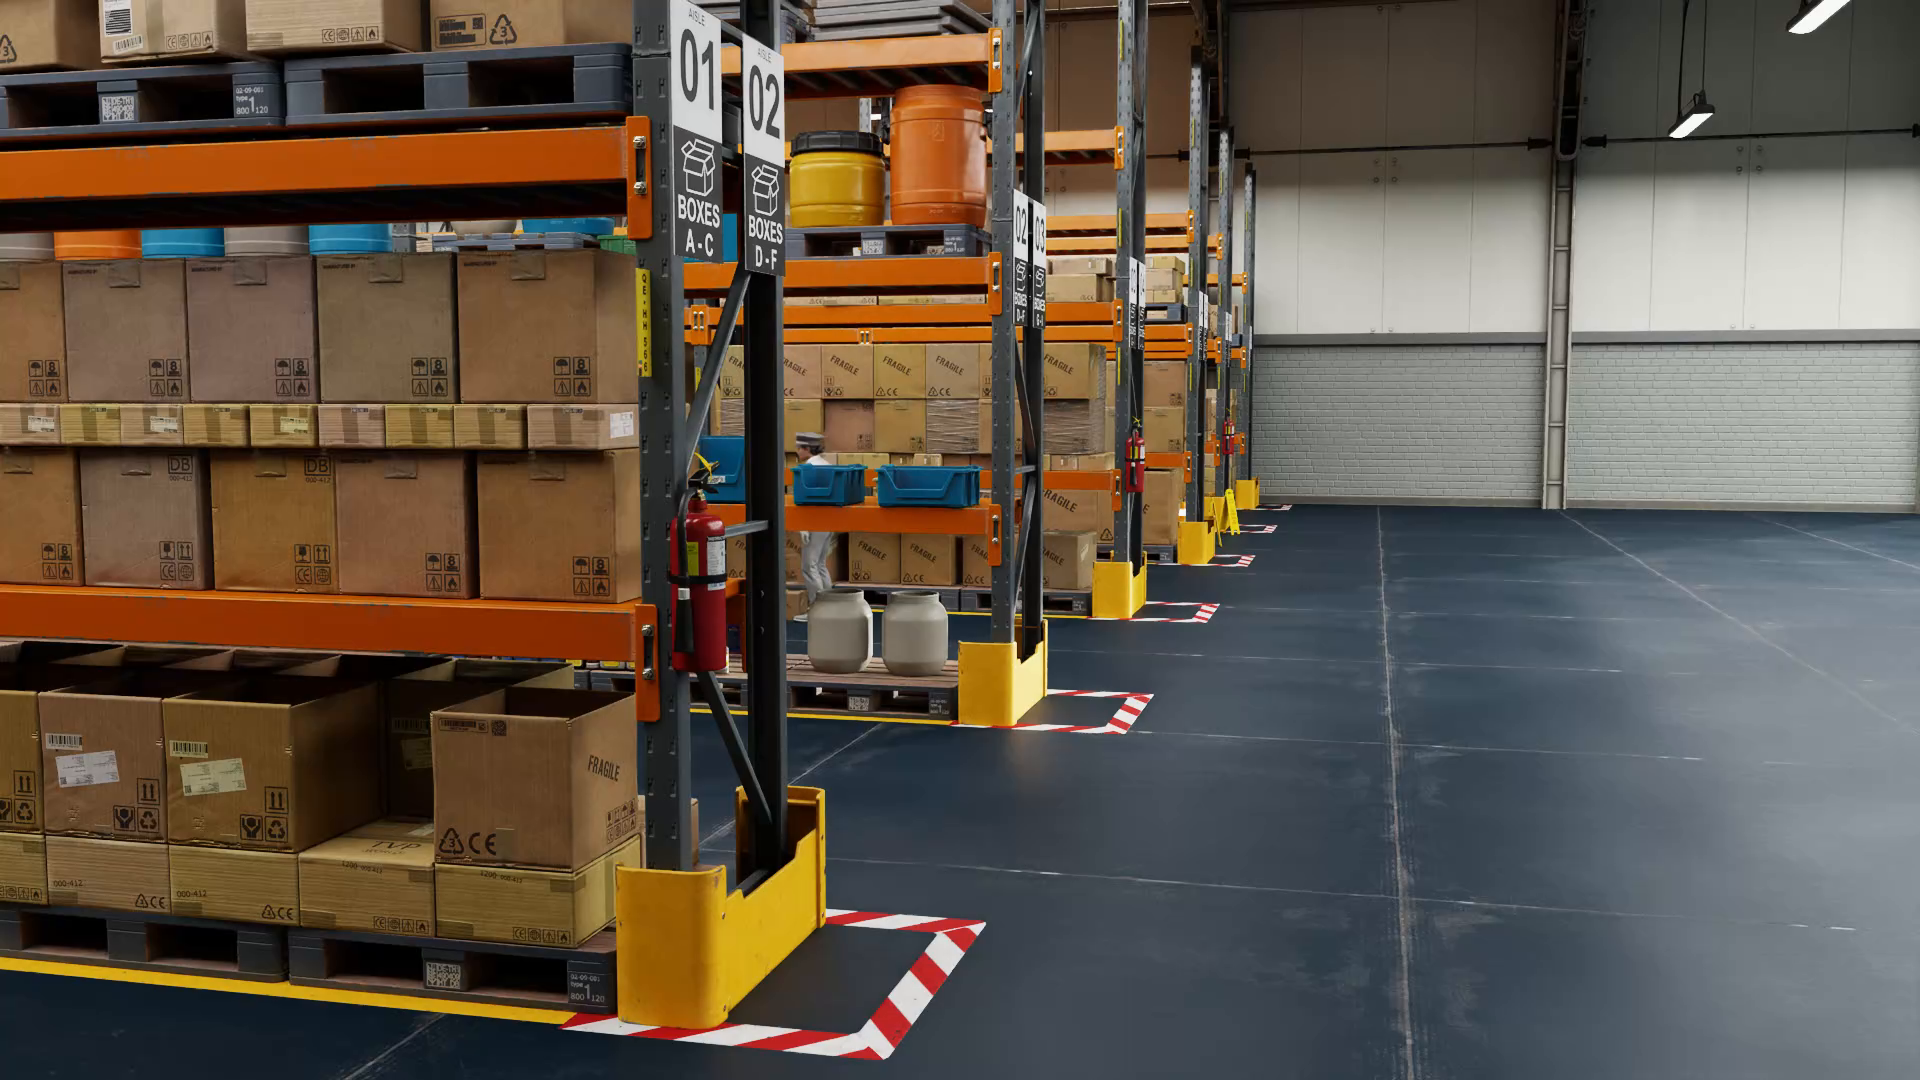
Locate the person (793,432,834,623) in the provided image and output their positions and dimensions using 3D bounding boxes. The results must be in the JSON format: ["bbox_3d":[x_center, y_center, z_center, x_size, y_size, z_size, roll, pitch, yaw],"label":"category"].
[{"bbox_3d":[-1.268,-0.117,14.618,0.371,1.663,0.522,1,5,11],"label":"person"}]
